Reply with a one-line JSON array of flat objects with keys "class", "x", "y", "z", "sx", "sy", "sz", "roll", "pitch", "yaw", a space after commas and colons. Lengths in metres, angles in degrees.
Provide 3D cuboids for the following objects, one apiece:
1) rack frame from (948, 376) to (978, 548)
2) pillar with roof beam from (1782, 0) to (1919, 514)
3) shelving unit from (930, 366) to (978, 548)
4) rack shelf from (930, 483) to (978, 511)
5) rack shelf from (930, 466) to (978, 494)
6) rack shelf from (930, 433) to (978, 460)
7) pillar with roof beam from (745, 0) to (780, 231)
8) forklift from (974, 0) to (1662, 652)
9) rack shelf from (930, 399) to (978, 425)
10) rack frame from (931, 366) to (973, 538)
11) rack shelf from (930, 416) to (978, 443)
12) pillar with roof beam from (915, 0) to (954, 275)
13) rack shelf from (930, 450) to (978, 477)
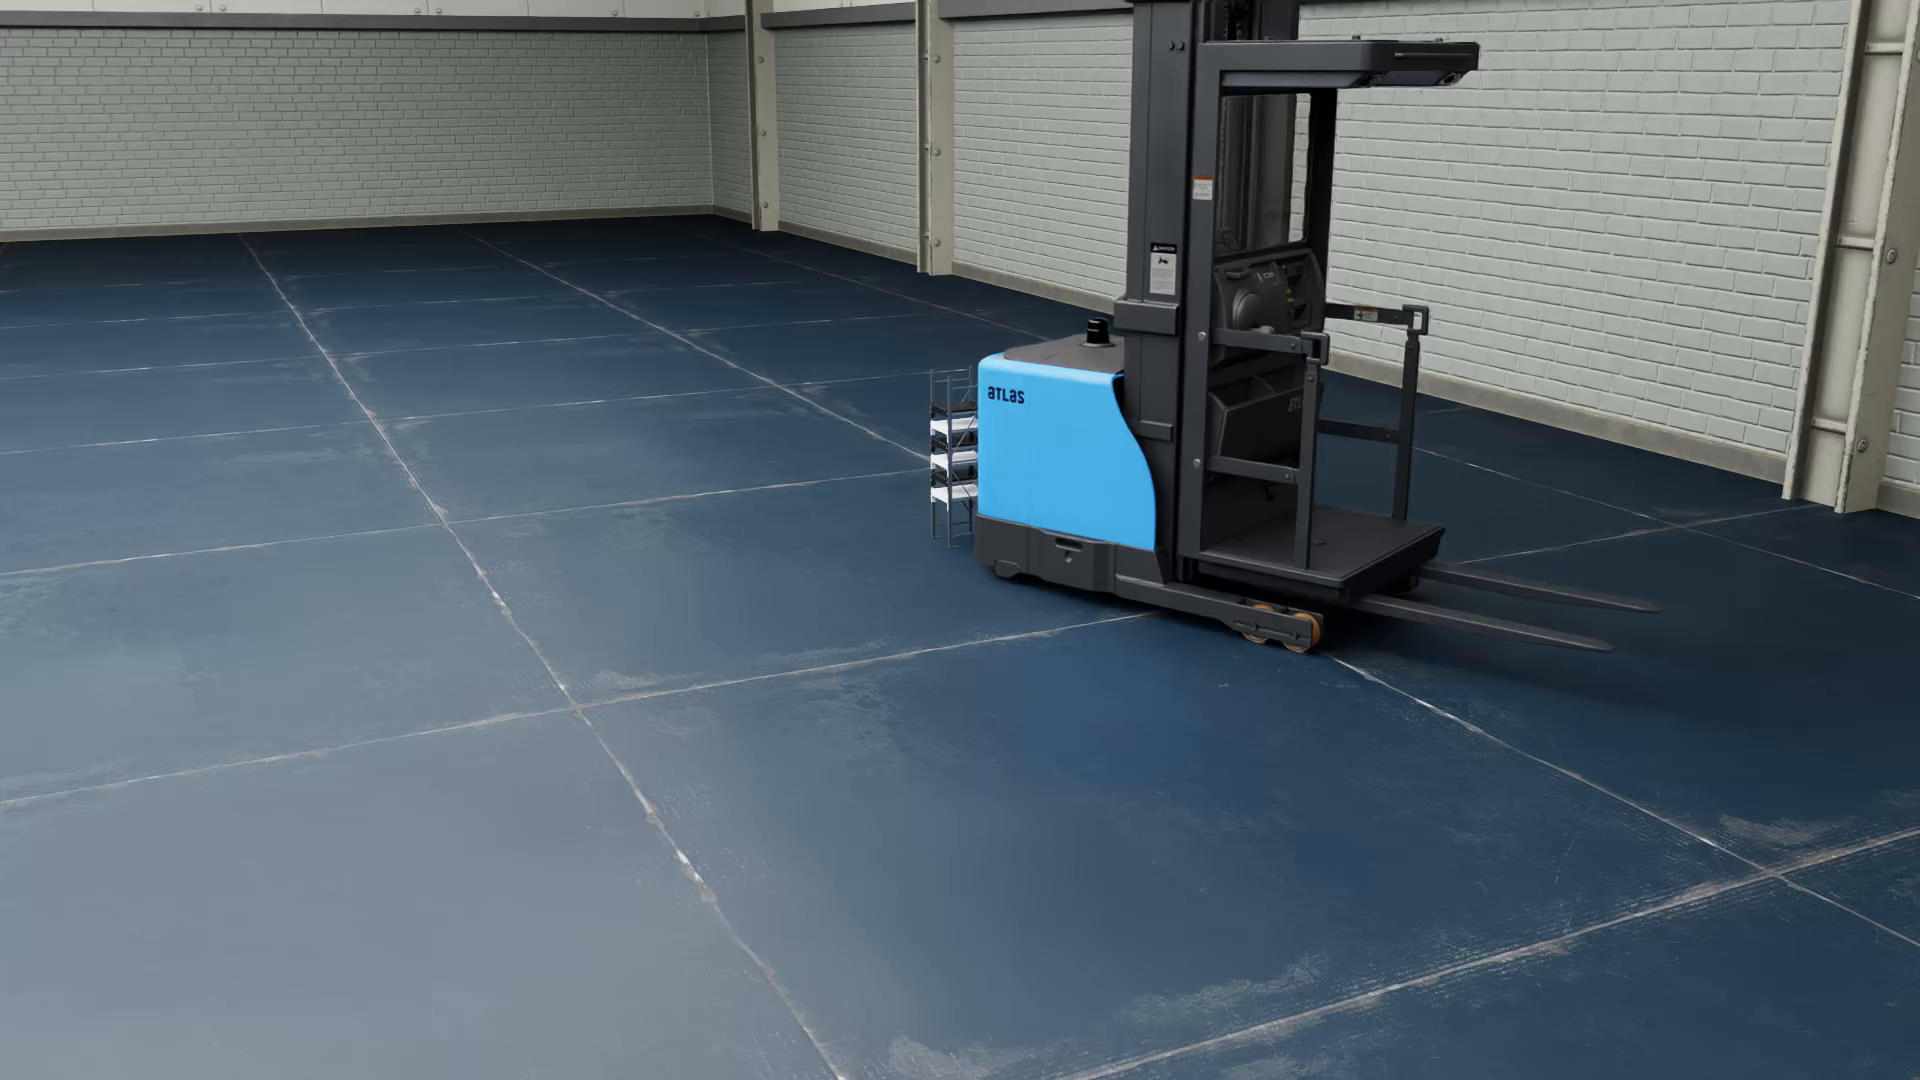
[{"class": "rack frame", "x": 0.048, "y": -0.405, "z": 8.532, "sx": 0.240, "sy": 0.900, "sz": 0.006, "roll": -8, "pitch": 18, "yaw": -25}, {"class": "pillar with roof beam", "x": 1.097, "y": -4.020, "z": 6.445, "sx": 9.100, "sy": 9.000, "sz": 0.400, "roll": -8, "pitch": 18, "yaw": -25}, {"class": "shelving unit", "x": 0.004, "y": -0.431, "z": 8.620, "sx": 0.258, "sy": 0.900, "sz": 0.210, "roll": -8, "pitch": 18, "yaw": -25}, {"class": "rack shelf", "x": 0.004, "y": -0.225, "z": 8.678, "sx": 0.258, "sy": 0.077, "sz": 0.200, "roll": -8, "pitch": 18, "yaw": -25}, {"class": "rack shelf", "x": 0.004, "y": -0.312, "z": 8.654, "sx": 0.258, "sy": 0.077, "sz": 0.200, "roll": -8, "pitch": 18, "yaw": -25}, {"class": "rack shelf", "x": 0.004, "y": -0.485, "z": 8.604, "sx": 0.258, "sy": 0.077, "sz": 0.200, "roll": -8, "pitch": 18, "yaw": -25}, {"class": "pillar with roof beam", "x": -6.788, "y": -8.483, "z": 21.998, "sx": 9.100, "sy": 9.000, "sz": 0.400, "roll": -8, "pitch": 18, "yaw": -25}, {"class": "forklift", "x": 1.541, "y": -1.096, "z": 7.255, "sx": 3.031, "sy": 2.935, "sz": 1.130, "roll": 12, "pitch": 20, "yaw": 37}, {"class": "rack shelf", "x": 0.004, "y": -0.658, "z": 8.554, "sx": 0.258, "sy": 0.077, "sz": 0.200, "roll": -8, "pitch": 18, "yaw": -25}, {"class": "rack frame", "x": -0.041, "y": -0.456, "z": 8.707, "sx": 0.240, "sy": 0.900, "sz": 0.006, "roll": -8, "pitch": 18, "yaw": -25}, {"class": "rack shelf", "x": 0.004, "y": -0.572, "z": 8.579, "sx": 0.258, "sy": 0.077, "sz": 0.200, "roll": -8, "pitch": 18, "yaw": -25}, {"class": "pillar with roof beam", "x": -4.160, "y": -6.995, "z": 16.813, "sx": 9.100, "sy": 9.000, "sz": 0.400, "roll": -8, "pitch": 18, "yaw": -25}, {"class": "rack shelf", "x": 0.004, "y": -0.398, "z": 8.629, "sx": 0.258, "sy": 0.077, "sz": 0.200, "roll": -8, "pitch": 18, "yaw": -25}]
